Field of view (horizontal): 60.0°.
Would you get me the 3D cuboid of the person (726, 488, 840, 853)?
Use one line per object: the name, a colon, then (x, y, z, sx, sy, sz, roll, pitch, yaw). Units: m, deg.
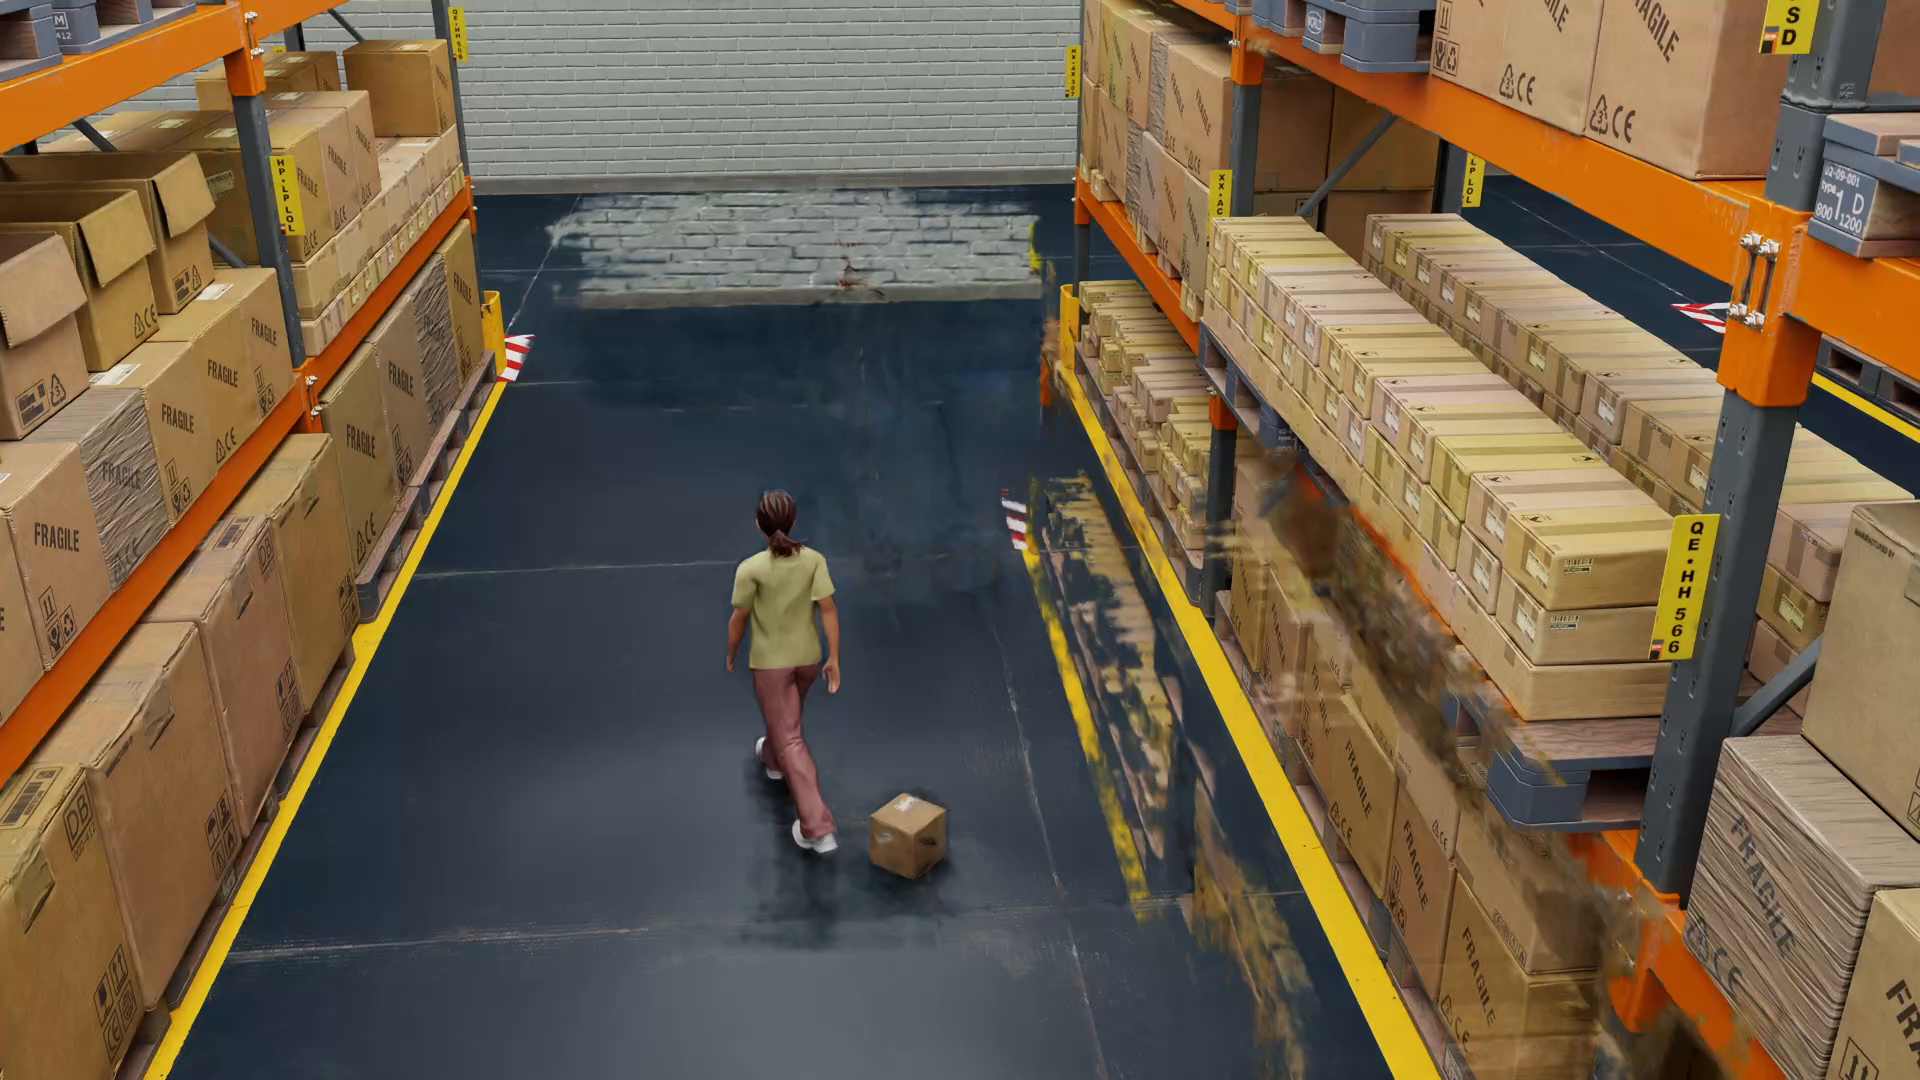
person: (-0.543, -0.714, 8.222, 0.458, 1.609, 1.106, -14, 27, -29)
